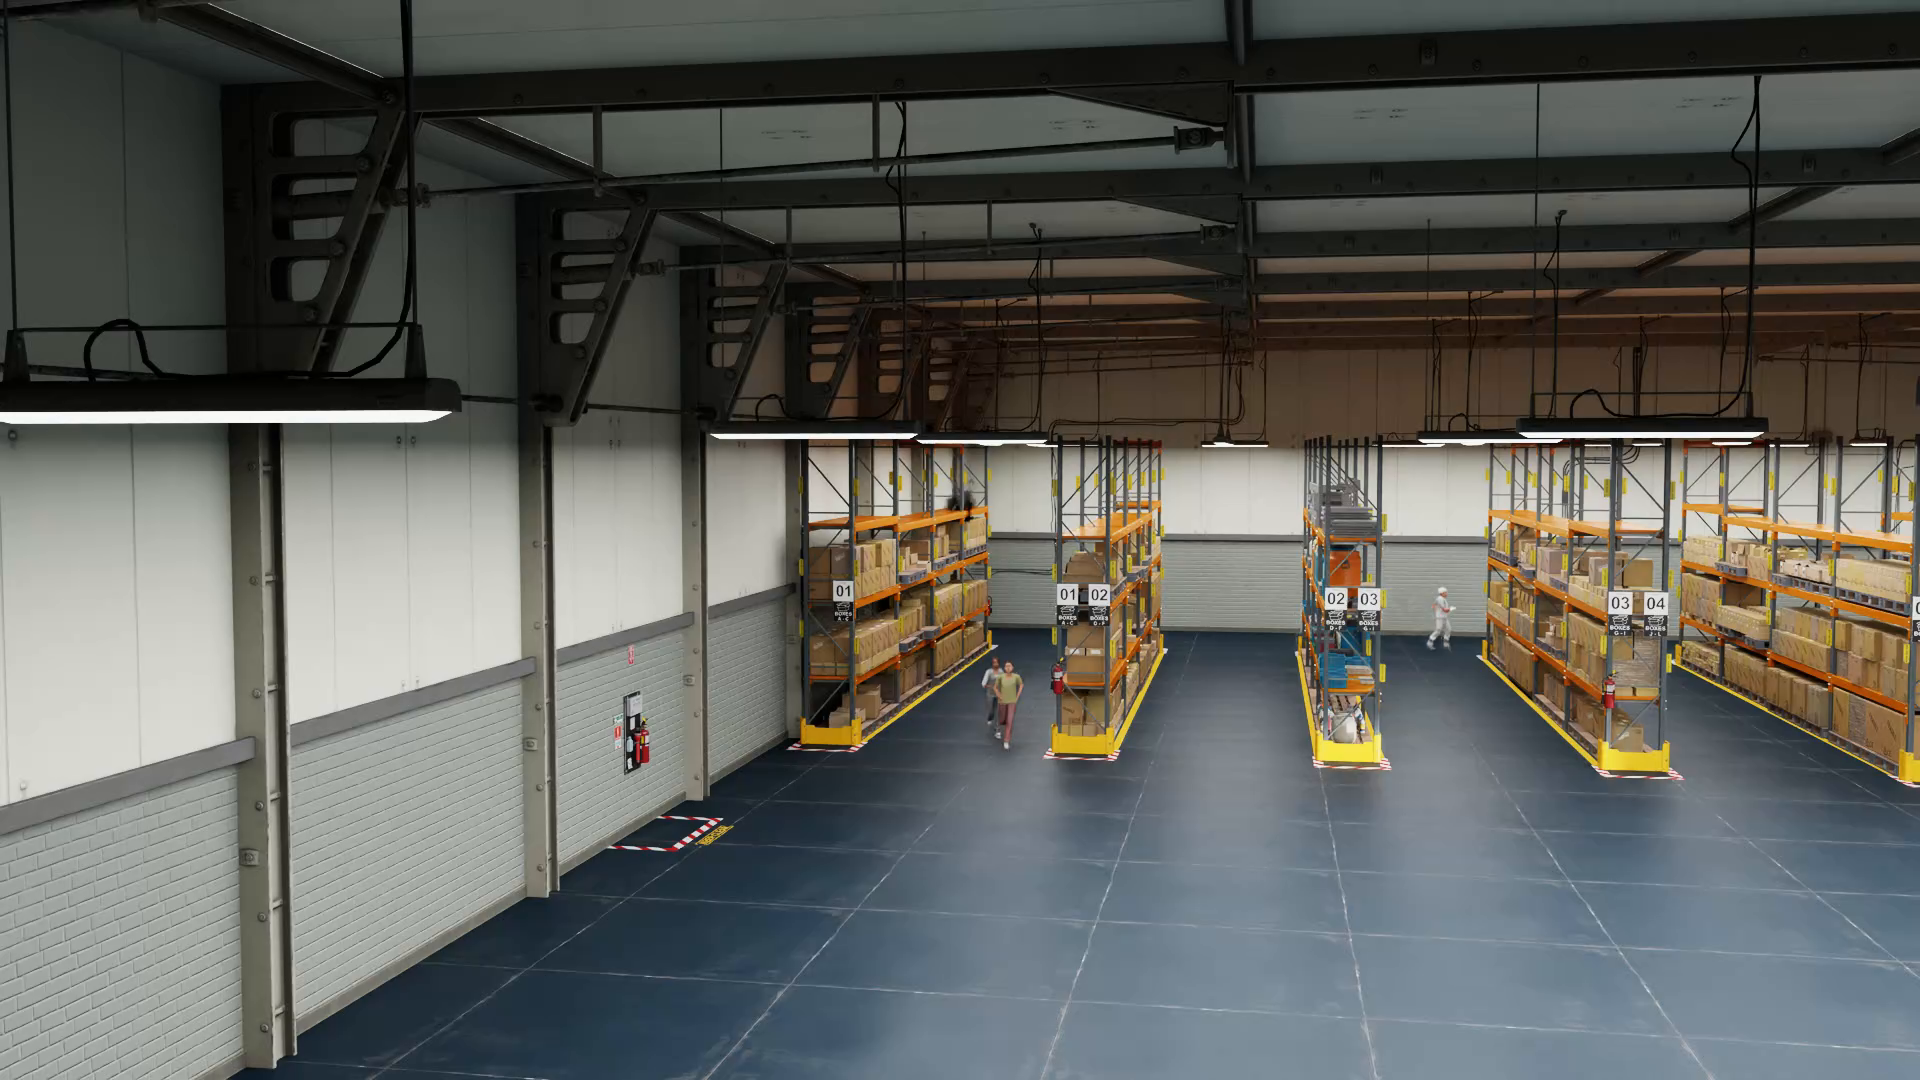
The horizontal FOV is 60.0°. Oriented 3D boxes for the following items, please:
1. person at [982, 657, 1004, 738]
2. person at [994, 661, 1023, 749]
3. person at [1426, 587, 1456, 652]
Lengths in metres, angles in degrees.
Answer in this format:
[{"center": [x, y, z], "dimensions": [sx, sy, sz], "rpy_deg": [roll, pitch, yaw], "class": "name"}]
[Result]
[{"center": [0.708, 3.123, 33.188], "dimensions": [0.541, 1.567, 0.843], "rpy_deg": [0, 3, -9], "class": "person"}, {"center": [0.934, 3.173, 32.360], "dimensions": [0.558, 1.655, 1.024], "rpy_deg": [1, 3, 11], "class": "person"}, {"center": [13.665, 2.274, 47.206], "dimensions": [0.819, 1.860, 0.649], "rpy_deg": [1, 3, 21], "class": "person"}]
